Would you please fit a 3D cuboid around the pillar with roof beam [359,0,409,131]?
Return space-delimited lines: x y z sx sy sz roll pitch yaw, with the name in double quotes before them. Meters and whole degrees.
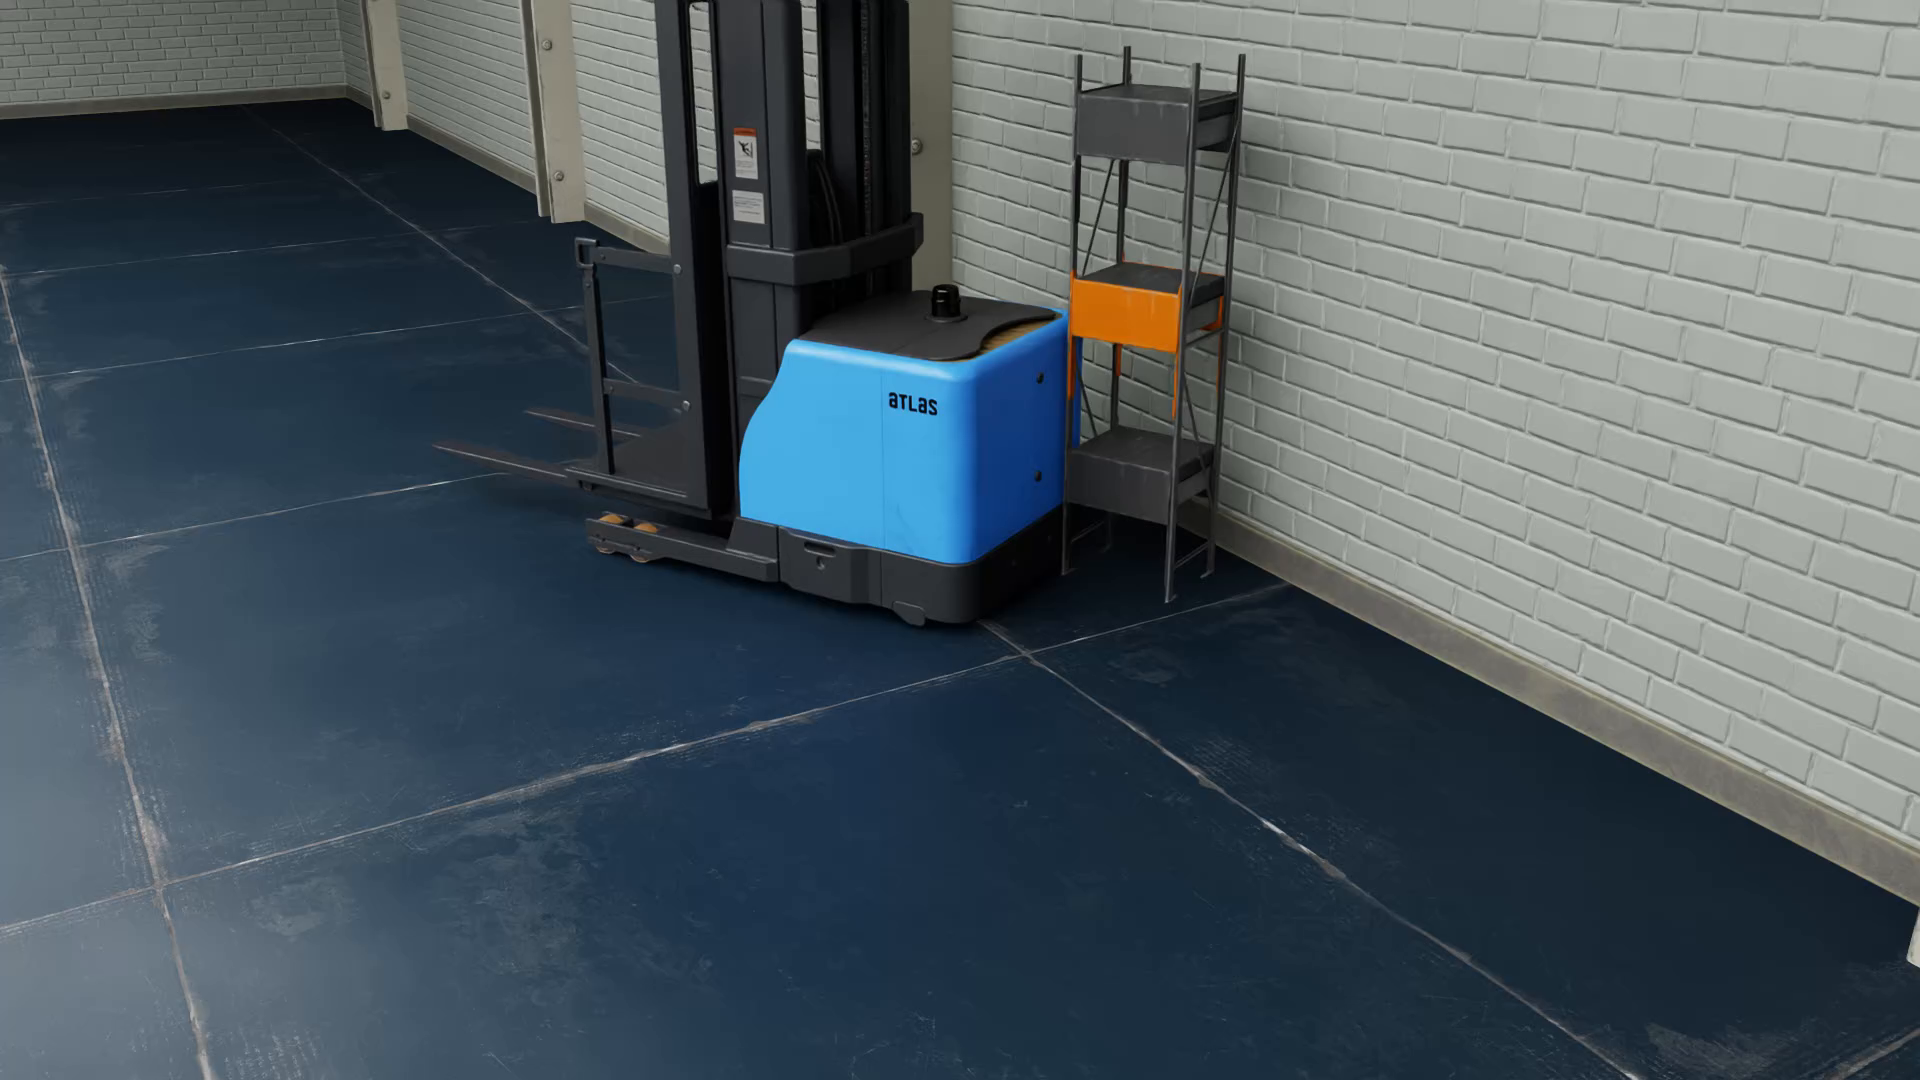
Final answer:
"pillar with roof beam" -10.098 -7.995 15.031 9.100 9.000 0.400 -13 25 -28

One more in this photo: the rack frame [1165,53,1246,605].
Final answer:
"rack frame" 0.944 -0.776 6.433 0.015 2.100 0.400 15 26 32

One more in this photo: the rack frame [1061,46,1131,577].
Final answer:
"rack frame" 0.543 -0.881 6.692 0.015 2.100 0.400 15 26 32

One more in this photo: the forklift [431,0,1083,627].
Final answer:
"forklift" -1.016 -1.417 6.905 3.031 2.935 1.130 13 25 28

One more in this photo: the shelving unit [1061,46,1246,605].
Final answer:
"shelving unit" 0.744 -0.829 6.562 0.503 2.100 0.431 15 26 32

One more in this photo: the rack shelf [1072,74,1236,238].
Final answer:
"rack shelf" 0.744 -1.465 6.304 0.480 0.518 0.431 15 26 32

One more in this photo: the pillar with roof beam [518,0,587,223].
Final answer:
"pillar with roof beam" -7.033 -6.053 10.252 9.100 9.000 0.400 -13 25 -28

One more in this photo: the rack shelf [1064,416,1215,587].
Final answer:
"rack shelf" 0.744 -0.168 6.831 0.480 0.518 0.431 15 26 32

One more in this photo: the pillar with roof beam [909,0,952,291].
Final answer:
"pillar with roof beam" -3.968 -4.110 5.474 9.100 9.000 0.400 -13 25 -28

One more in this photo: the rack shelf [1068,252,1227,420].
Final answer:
"rack shelf" 0.744 -0.816 6.567 0.480 0.518 0.431 15 26 32
